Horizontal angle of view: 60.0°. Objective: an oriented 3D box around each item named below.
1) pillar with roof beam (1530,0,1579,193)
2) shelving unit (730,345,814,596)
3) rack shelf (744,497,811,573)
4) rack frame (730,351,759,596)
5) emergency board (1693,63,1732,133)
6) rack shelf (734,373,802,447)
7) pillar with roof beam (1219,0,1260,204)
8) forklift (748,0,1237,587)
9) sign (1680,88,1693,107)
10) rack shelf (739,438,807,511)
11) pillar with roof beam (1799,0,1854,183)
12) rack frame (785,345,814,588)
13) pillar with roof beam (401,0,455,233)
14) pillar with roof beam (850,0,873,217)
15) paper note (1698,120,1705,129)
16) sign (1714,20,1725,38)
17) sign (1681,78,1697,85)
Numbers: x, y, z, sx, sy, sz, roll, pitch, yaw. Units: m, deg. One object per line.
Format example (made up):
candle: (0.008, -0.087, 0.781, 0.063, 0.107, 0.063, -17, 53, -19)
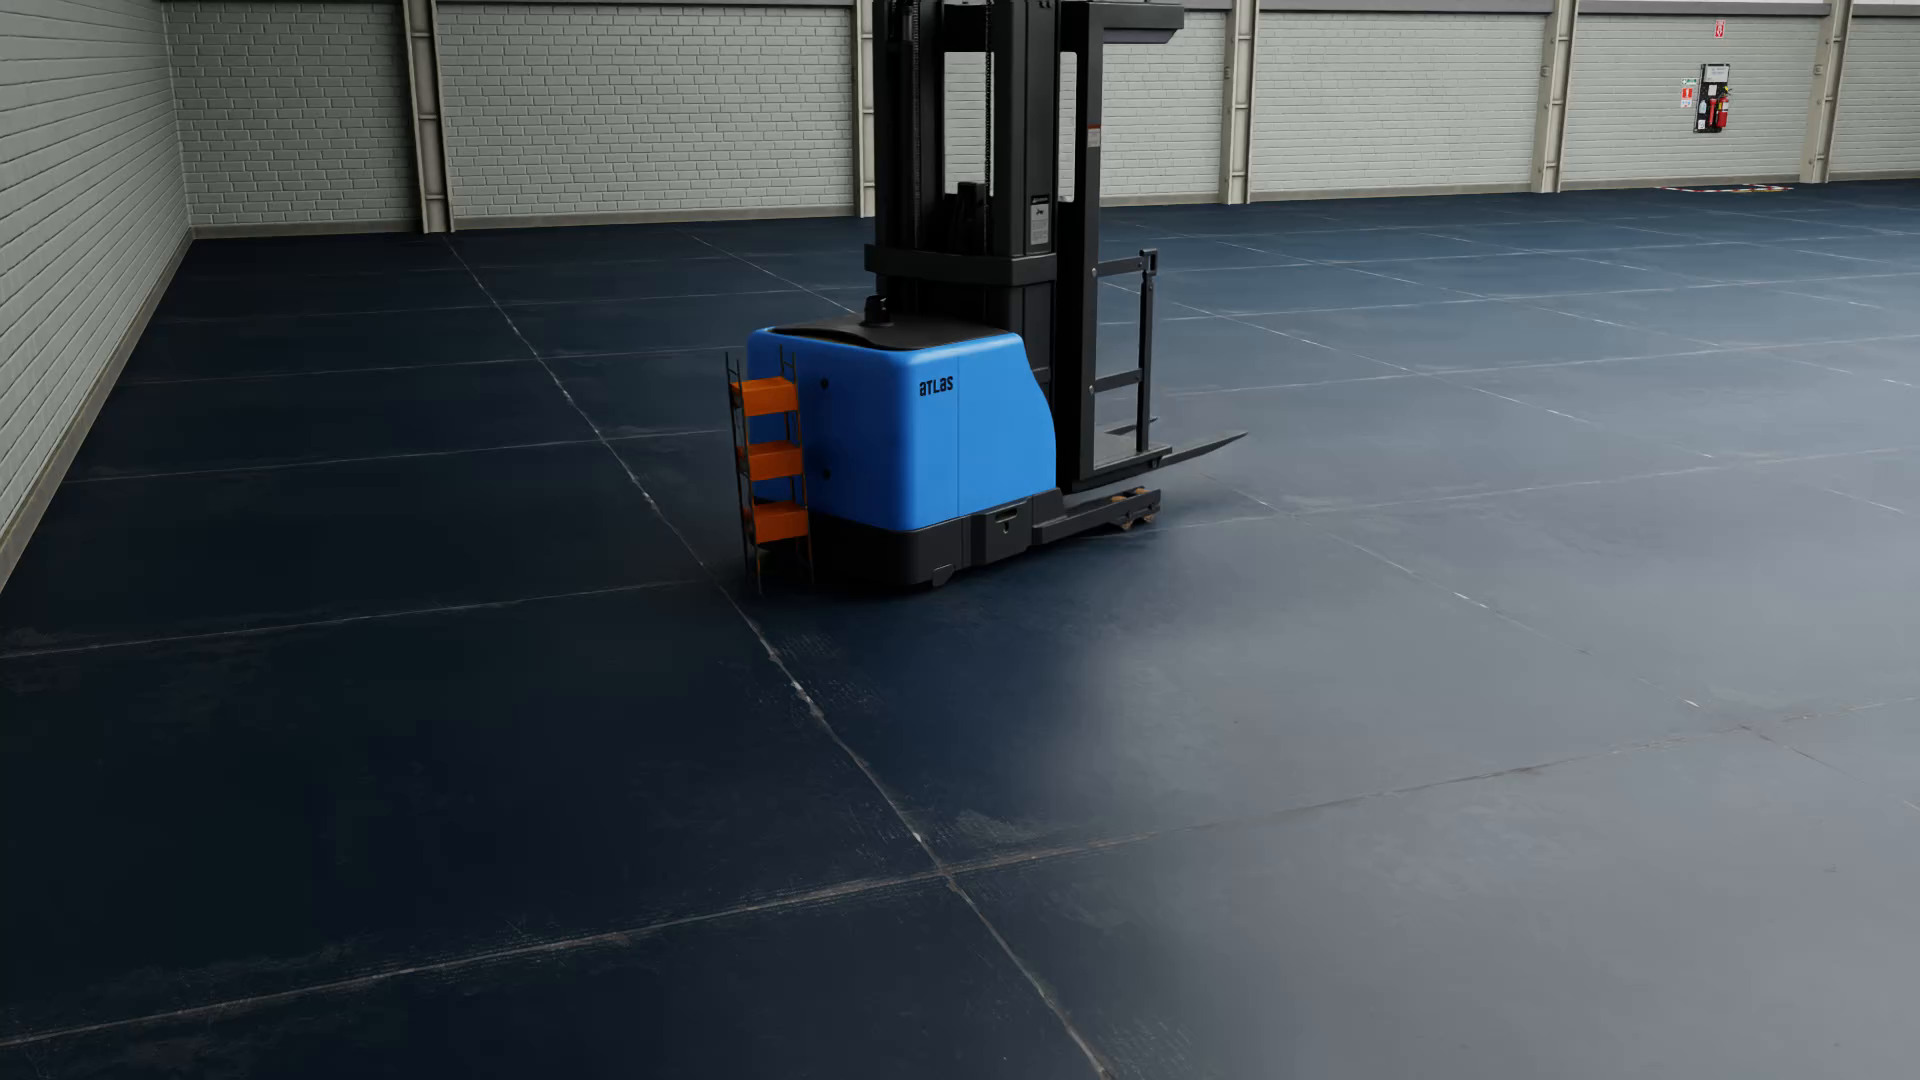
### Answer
pillar with roof beam: (11.446, -9.083, 23.057, 0.400, 9.000, 9.100, -6, 17, -20)
shelving unit: (-0.818, -0.300, 7.241, 0.252, 1.050, 0.215, -8, 18, -18)
rack shelf: (-0.807, -0.025, 7.326, 0.240, 0.259, 0.215, -8, 18, -18)
rack frame: (-0.933, -0.284, 7.204, 0.008, 1.050, 0.200, -8, 18, -18)
emergency board: (13.187, -7.703, 29.005, 0.643, 1.169, 0.194, -6, 17, -20)
rack shelf: (-0.828, -0.561, 7.161, 0.240, 0.259, 0.215, -8, 18, -18)
pillar with roof beam: (5.843, -8.478, 20.997, 0.400, 9.000, 9.100, -6, 17, -20)
forklift: (0.353, -1.549, 8.171, 1.130, 2.935, 3.031, 13, 21, 38)
sign: (12.634, -7.691, 28.903, 0.234, 0.329, 0.001, -6, 17, -20)
rack shelf: (-0.818, -0.290, 7.244, 0.240, 0.259, 0.215, -8, 18, -18)
pillar with roof beam: (17.049, -9.688, 25.117, 0.400, 9.000, 9.100, -6, 17, -20)
rack frame: (-0.703, -0.316, 7.279, 0.008, 1.050, 0.200, -8, 18, -18)
pillar with roof beam: (-5.362, -7.268, 16.877, 0.400, 9.000, 9.100, -6, 17, -20)
pillar with roof beam: (0.241, -7.873, 18.937, 0.400, 9.000, 9.100, -6, 17, -20)
paper note: (12.997, -7.280, 29.130, 0.142, 0.148, 0.016, -6, 17, -20)
sign: (13.144, -8.840, 28.765, 0.199, 0.298, 0.001, -6, 17, -20)
sign: (12.641, -7.944, 28.822, 0.331, 0.109, 0.001, -6, 17, -20)
